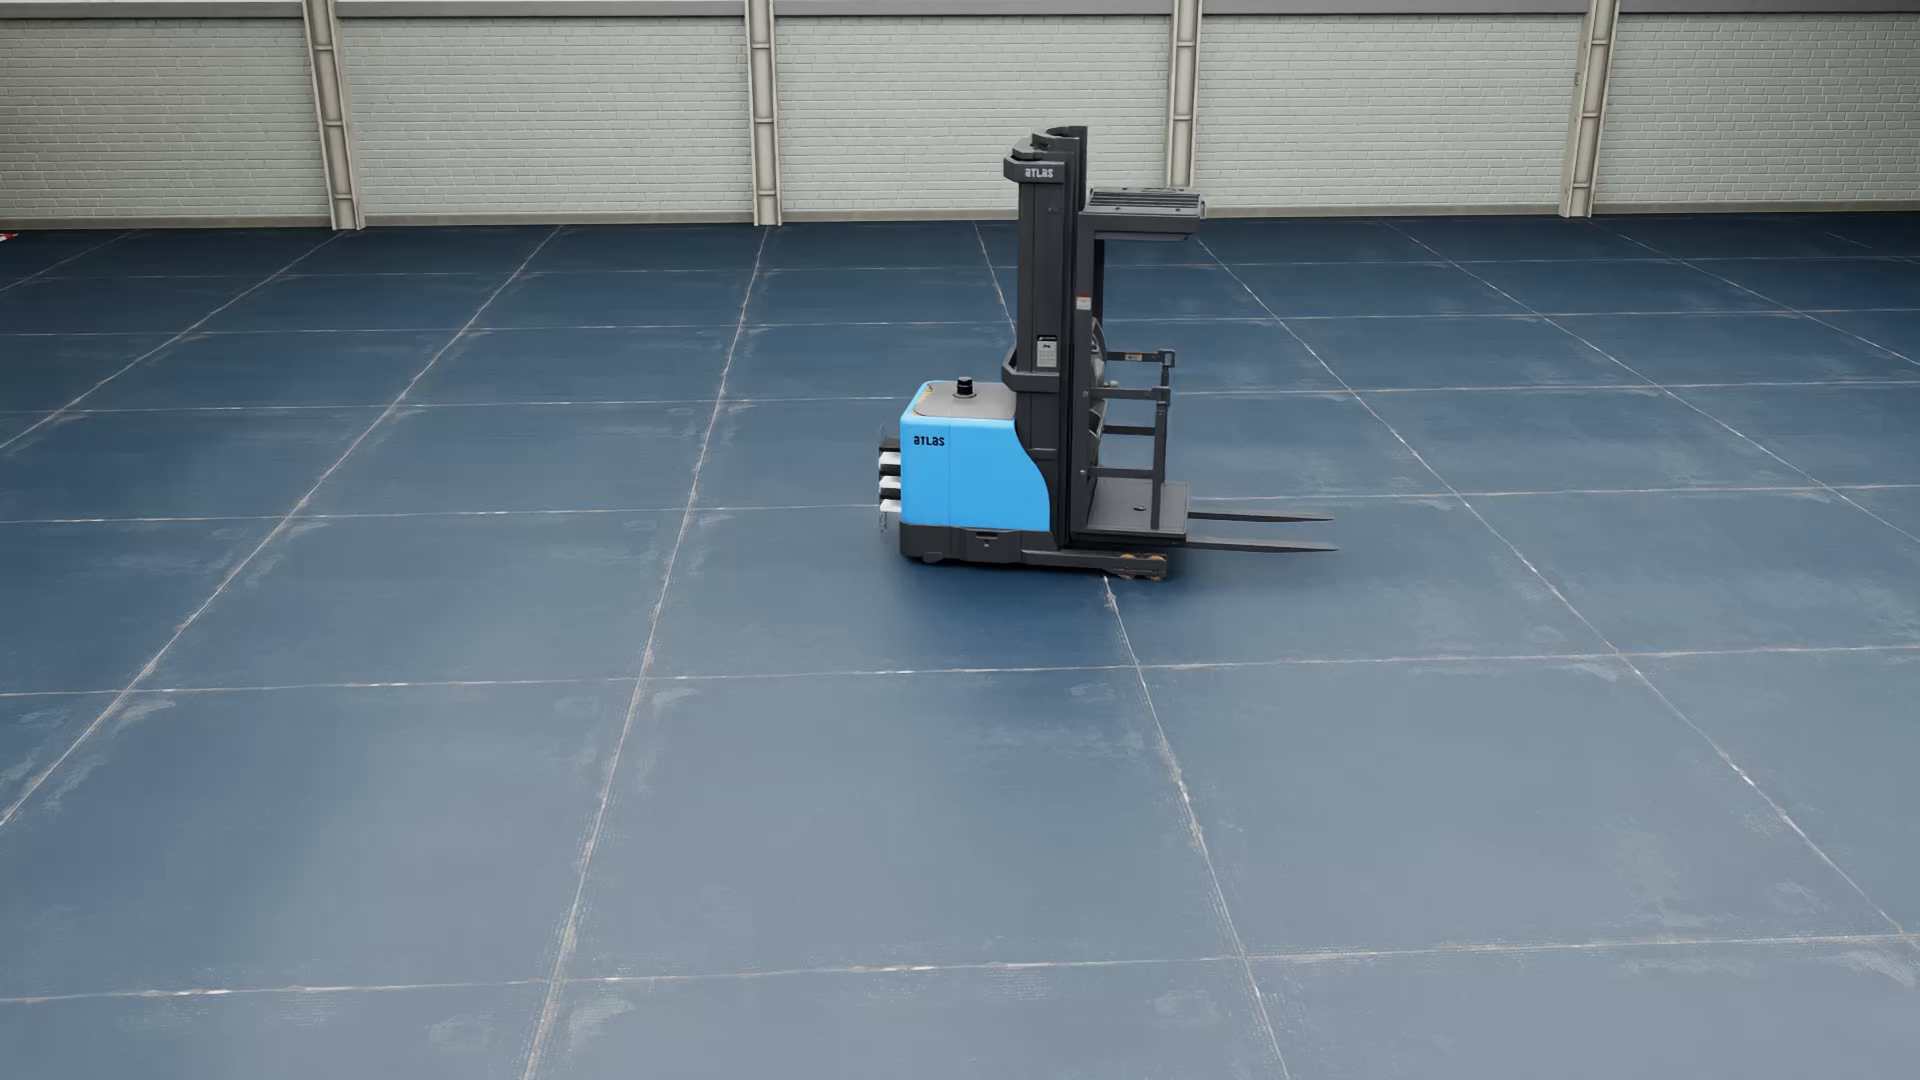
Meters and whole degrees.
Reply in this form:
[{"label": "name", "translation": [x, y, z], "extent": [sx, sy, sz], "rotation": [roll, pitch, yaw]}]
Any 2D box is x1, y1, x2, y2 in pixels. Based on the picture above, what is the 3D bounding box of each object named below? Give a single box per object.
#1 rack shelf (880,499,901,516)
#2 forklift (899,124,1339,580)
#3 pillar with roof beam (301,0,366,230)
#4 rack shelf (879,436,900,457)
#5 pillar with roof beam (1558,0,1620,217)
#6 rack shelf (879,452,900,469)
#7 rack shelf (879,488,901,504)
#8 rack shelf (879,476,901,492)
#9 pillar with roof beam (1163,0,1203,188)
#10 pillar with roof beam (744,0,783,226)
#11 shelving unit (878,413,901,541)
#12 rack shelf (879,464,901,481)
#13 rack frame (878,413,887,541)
[{"label": "rack shelf", "translation": [-0.462, -0.248, 12.107], "extent": [0.200, 0.077, 0.258], "rotation": [3, 21, 8]}, {"label": "forklift", "translation": [1.137, -1.296, 11.406], "extent": [3.031, 2.935, 1.130], "rotation": [3, 21, 8]}, {"label": "pillar with roof beam", "translation": [-8.537, -7.166, 18.296], "extent": [0.400, 9.000, 9.100], "rotation": [-1, 21, -3]}, {"label": "rack shelf", "translation": [-0.462, -0.668, 11.947], "extent": [0.200, 0.077, 0.258], "rotation": [3, 21, 8]}, {"label": "pillar with roof beam", "translation": [9.434, -7.532, 19.256], "extent": [0.400, 9.000, 9.100], "rotation": [-1, 21, -3]}, {"label": "rack shelf", "translation": [-0.462, -0.584, 11.979], "extent": [0.200, 0.077, 0.258], "rotation": [3, 21, 8]}, {"label": "rack shelf", "translation": [-0.462, -0.332, 12.075], "extent": [0.200, 0.077, 0.258], "rotation": [3, 21, 8]}, {"label": "rack shelf", "translation": [-0.462, -0.416, 12.043], "extent": [0.200, 0.077, 0.258], "rotation": [3, 21, 8]}, {"label": "pillar with roof beam", "translation": [3.444, -7.410, 18.936], "extent": [0.400, 9.000, 9.100], "rotation": [-1, 21, -3]}, {"label": "pillar with roof beam", "translation": [-2.547, -7.288, 18.616], "extent": [0.400, 9.000, 9.100], "rotation": [-1, 21, -3]}, {"label": "shelving unit", "translation": [-0.462, -0.447, 12.031], "extent": [0.210, 0.900, 0.258], "rotation": [3, 21, 8]}, {"label": "rack shelf", "translation": [-0.462, -0.500, 12.011], "extent": [0.200, 0.077, 0.258], "rotation": [3, 21, 8]}, {"label": "rack frame", "translation": [-0.562, -0.453, 12.045], "extent": [0.006, 0.900, 0.240], "rotation": [3, 21, 8]}]
